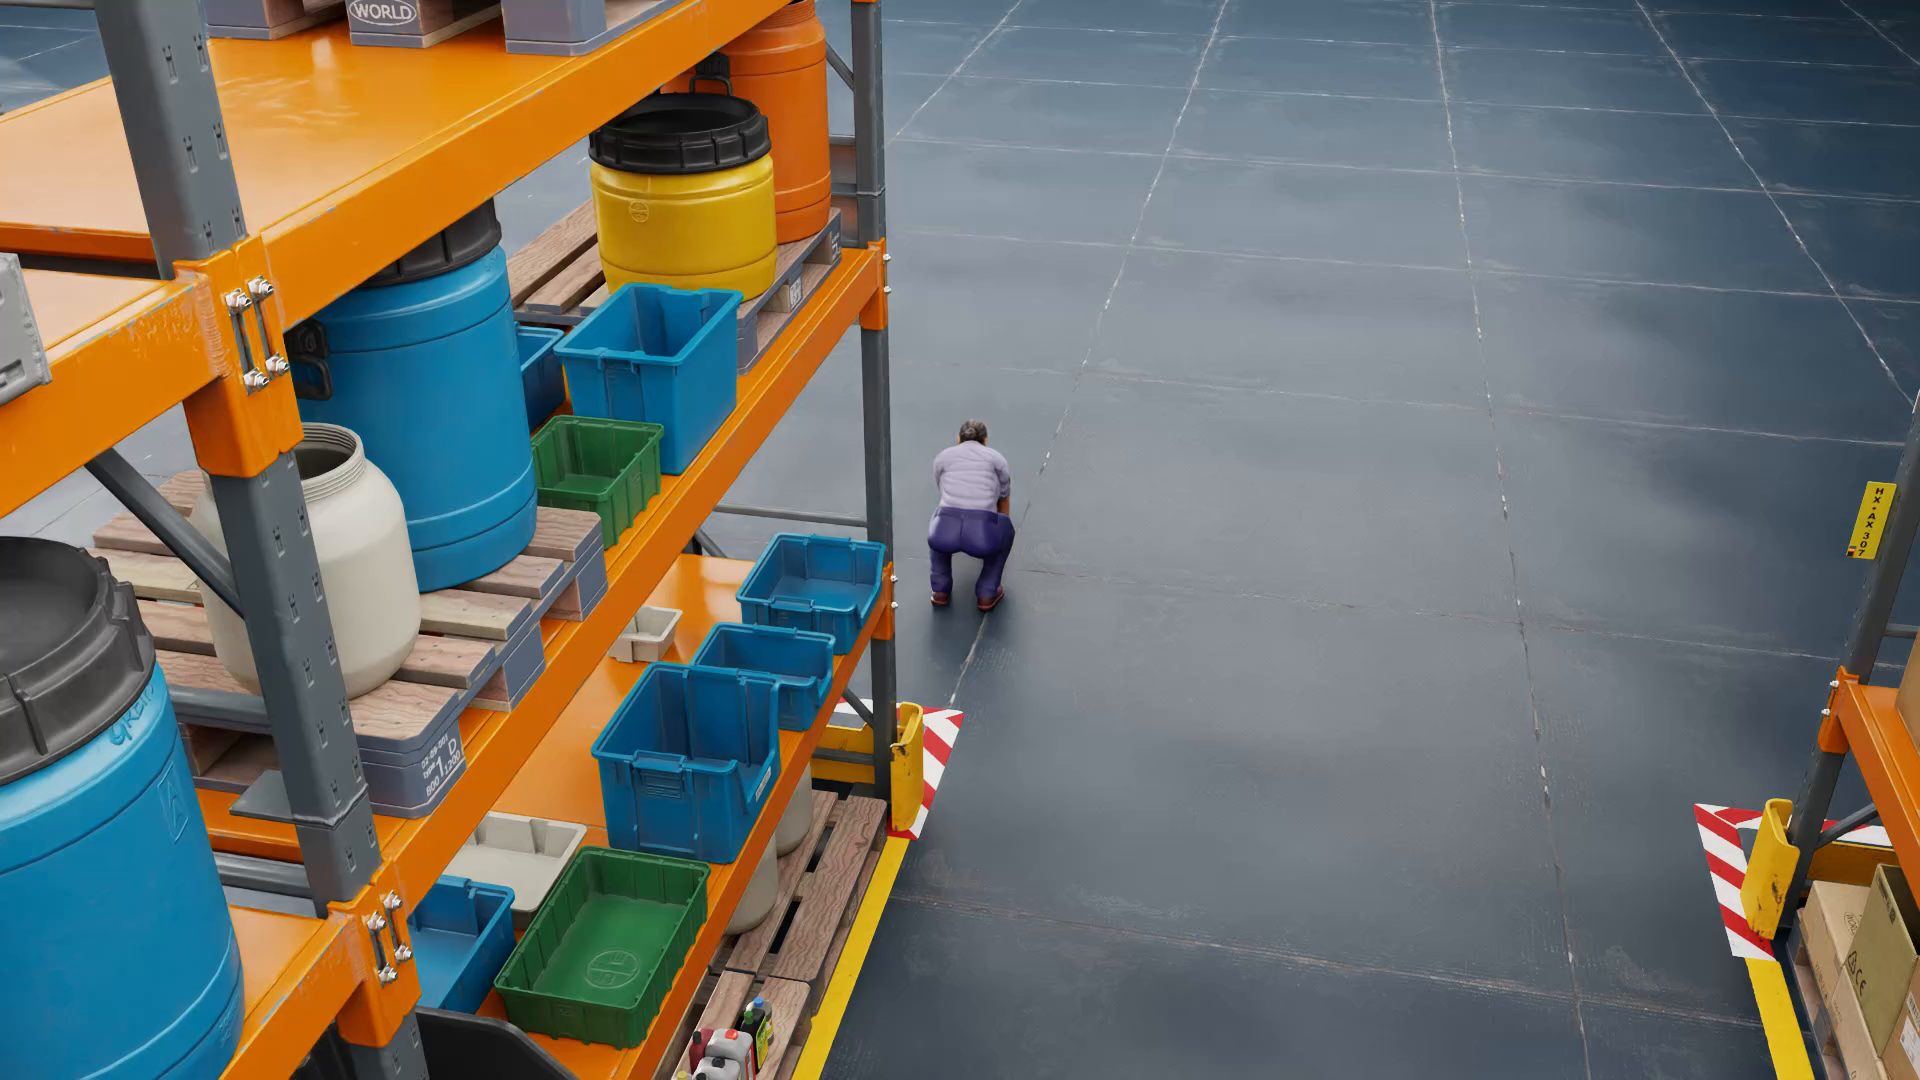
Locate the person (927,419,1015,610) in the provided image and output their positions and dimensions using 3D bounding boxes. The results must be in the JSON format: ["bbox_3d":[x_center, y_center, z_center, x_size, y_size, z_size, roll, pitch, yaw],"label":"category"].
[{"bbox_3d":[0.058,-0.131,9.607,0.510,0.940,0.853,5,29,9],"label":"person"}]
